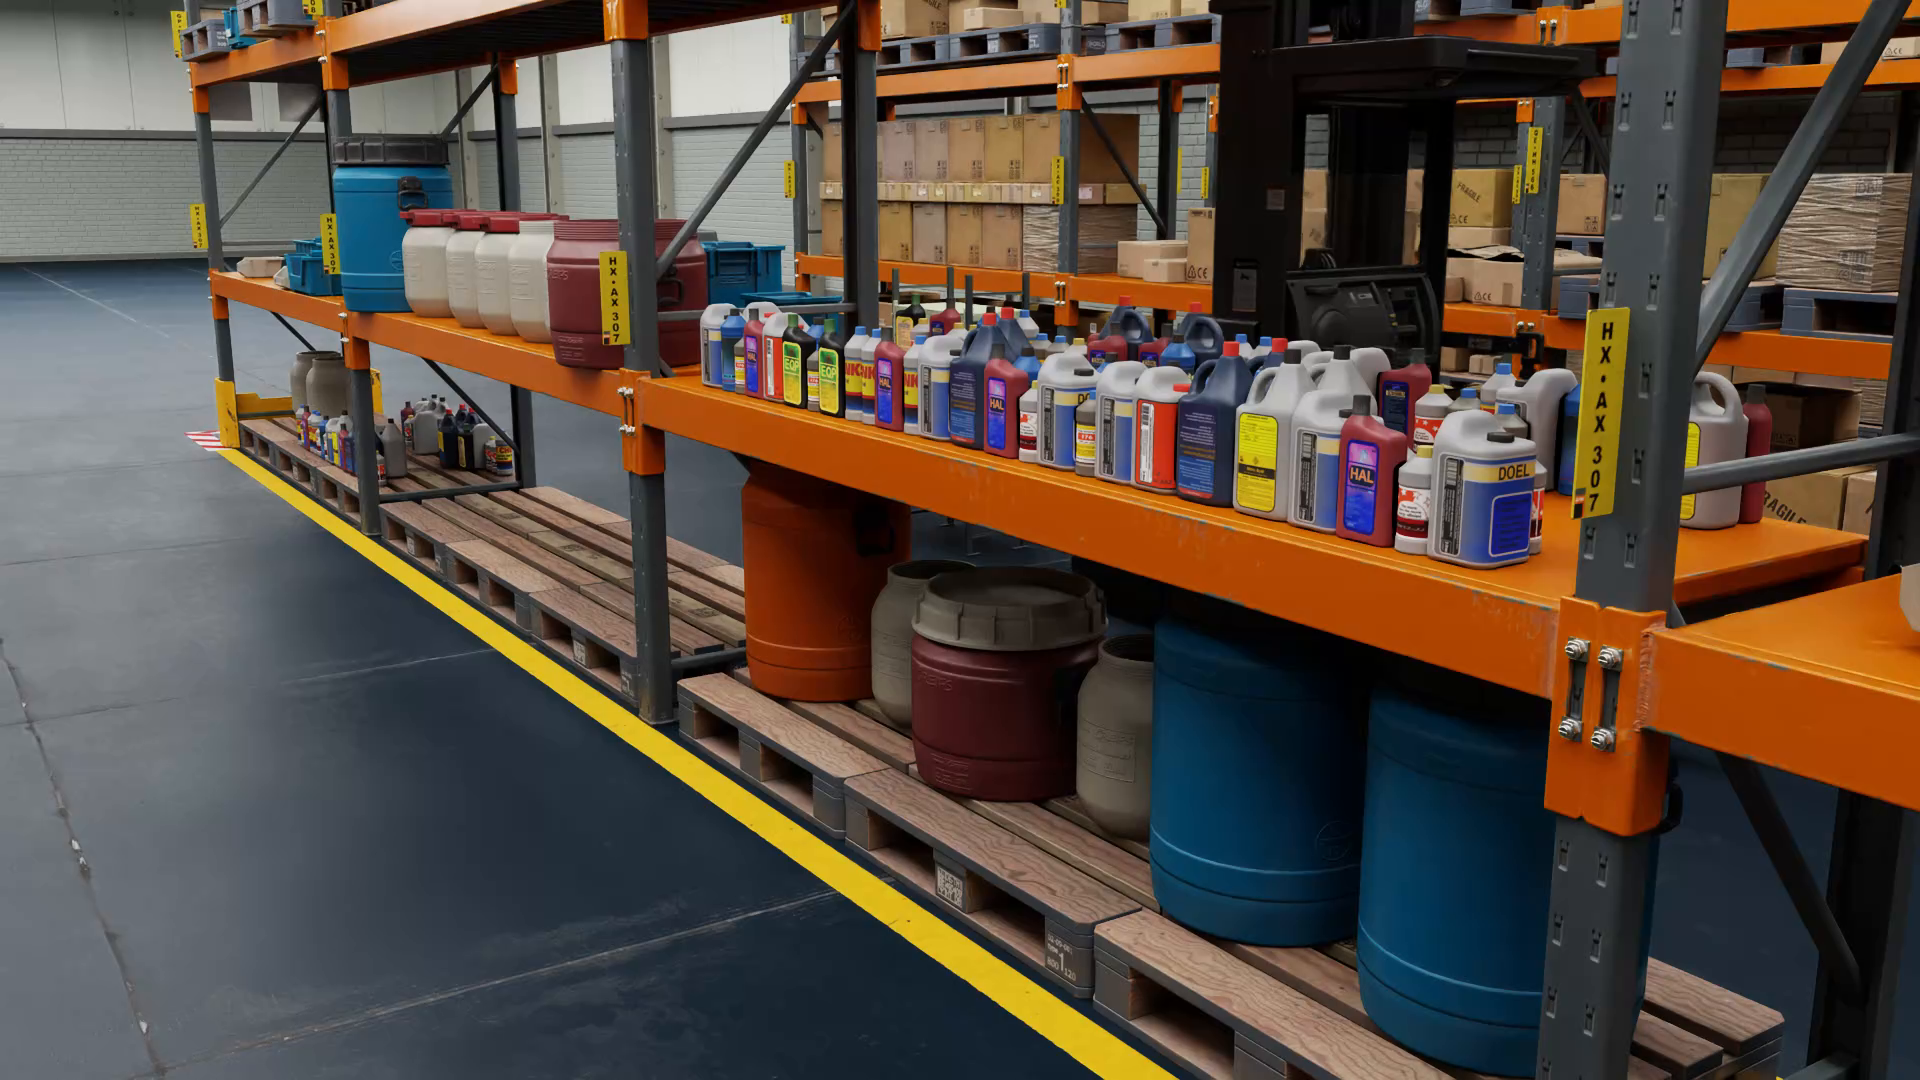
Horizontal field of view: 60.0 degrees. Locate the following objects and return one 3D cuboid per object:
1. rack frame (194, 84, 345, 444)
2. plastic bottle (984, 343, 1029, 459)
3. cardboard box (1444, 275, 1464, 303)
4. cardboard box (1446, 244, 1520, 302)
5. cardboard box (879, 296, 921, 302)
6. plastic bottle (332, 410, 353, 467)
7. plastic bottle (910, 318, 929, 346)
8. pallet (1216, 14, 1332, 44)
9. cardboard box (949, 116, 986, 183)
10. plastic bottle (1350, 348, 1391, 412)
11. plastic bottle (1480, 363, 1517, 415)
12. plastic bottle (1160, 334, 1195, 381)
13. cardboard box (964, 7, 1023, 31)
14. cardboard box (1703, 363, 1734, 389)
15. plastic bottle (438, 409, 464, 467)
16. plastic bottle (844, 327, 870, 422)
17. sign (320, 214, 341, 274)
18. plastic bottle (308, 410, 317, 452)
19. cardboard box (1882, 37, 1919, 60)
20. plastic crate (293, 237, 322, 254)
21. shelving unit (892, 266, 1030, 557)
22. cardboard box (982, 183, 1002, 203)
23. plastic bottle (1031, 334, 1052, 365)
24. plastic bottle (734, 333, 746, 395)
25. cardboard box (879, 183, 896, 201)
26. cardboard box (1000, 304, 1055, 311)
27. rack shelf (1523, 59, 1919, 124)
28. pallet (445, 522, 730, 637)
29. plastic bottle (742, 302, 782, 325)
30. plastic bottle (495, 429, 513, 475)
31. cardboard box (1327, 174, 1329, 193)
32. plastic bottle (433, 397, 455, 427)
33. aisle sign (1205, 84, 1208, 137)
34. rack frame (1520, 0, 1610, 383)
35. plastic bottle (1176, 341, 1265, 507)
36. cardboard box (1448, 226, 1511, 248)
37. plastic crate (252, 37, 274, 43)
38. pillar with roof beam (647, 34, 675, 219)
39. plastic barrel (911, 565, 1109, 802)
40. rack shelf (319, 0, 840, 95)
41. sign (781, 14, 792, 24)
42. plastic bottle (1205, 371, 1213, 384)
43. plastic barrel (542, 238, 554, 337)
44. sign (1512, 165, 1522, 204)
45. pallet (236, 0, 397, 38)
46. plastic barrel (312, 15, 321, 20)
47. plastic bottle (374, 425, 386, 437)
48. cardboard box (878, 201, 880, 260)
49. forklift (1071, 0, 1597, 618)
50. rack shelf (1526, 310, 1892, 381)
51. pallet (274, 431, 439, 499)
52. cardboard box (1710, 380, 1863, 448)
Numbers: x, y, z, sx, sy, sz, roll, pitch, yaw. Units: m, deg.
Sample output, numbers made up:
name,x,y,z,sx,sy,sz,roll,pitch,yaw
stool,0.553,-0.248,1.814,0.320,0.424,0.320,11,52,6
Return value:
name,x,y,z,sx,sy,sz,roll,pitch,yaw
rack frame,-5.192,-2.260,12.675,1.000,3.000,0.127,-8,15,-33
plastic bottle,0.118,-0.356,4.243,0.061,0.283,0.133,-8,15,-33
cardboard box,2.638,-1.427,9.456,0.380,0.149,0.250,-8,15,-33
cardboard box,3.032,-1.561,9.689,0.500,0.311,0.500,-8,15,-33
cardboard box,-0.676,-1.864,14.560,0.500,0.500,0.500,-8,15,-33
plastic bottle,-3.858,-0.641,10.445,0.144,0.351,0.185,-8,15,-33
plastic bottle,-0.132,-0.696,5.989,0.097,0.201,0.097,0,12,0
pallet,2.293,-3.105,9.958,1.003,0.211,1.213,-7,14,-30
cardboard box,0.341,-3.074,13.126,0.700,0.500,0.500,-8,15,-33
plastic bottle,1.004,-0.357,4.265,0.152,0.276,0.135,-8,15,-33
plastic bottle,1.273,-0.279,3.919,0.097,0.271,0.097,0,12,0
plastic bottle,0.606,-0.438,4.643,0.097,0.271,0.097,0,12,0
cardboard box,0.254,-3.933,12.580,0.380,0.149,0.250,-8,15,-33
cardboard box,6.270,-1.405,13.585,0.700,0.500,0.500,-8,15,-32
plastic bottle,-3.198,-0.645,10.461,0.144,0.351,0.185,-8,15,-33
plastic bottle,-0.290,-0.488,4.874,0.097,0.271,0.097,0,12,0
sign,-3.440,-1.621,9.104,0.100,0.325,0.005,-8,15,-33
plastic bottle,-4.257,-0.722,10.998,0.097,0.271,0.097,0,12,0
cardboard box,6.864,-3.538,11.658,0.500,0.311,0.500,-8,15,-33
plastic crate,-4.666,-2.134,12.446,0.499,0.251,0.616,-8,15,-33
shelving unit,-0.004,-0.734,9.207,0.431,1.500,0.755,-8,15,-33
cardboard box,0.392,-2.660,12.752,0.380,0.149,0.250,-8,15,-33
plastic bottle,0.266,-0.568,5.405,0.097,0.201,0.097,0,12,0
plastic bottle,-0.694,-0.584,5.475,0.097,0.201,0.097,0,12,0
cardboard box,-0.455,-2.933,13.999,0.380,0.149,0.250,-9,15,-35
cardboard box,0.599,-1.660,13.629,0.500,0.500,0.500,-8,15,-33
rack shelf,6.380,-3.480,12.914,1.077,0.370,4.000,-8,15,-33
pallet,-1.829,0.166,8.109,1.003,0.211,1.213,-8,15,-33
plastic bottle,-0.663,-0.679,5.738,0.152,0.276,0.135,-8,15,-33
plastic bottle,-2.788,-0.539,10.163,0.097,0.271,0.097,0,12,0
cardboard box,3.912,-3.343,16.176,0.500,0.500,0.500,-8,14,-31
plastic bottle,-3.418,-0.771,11.038,0.144,0.351,0.185,-8,15,-33
aisle sign,2.766,-4.680,17.656,0.394,0.787,0.004,-8,15,-33
rack frame,3.366,-1.423,8.847,1.000,3.000,0.127,-8,15,-33
plastic bottle,0.572,-0.259,3.642,0.144,0.351,0.185,-8,15,-33
cardboard box,4.757,-2.706,15.019,0.500,0.250,0.500,-8,15,-33
plastic crate,-4.202,-3.123,10.216,0.243,0.136,0.396,-8,15,-33
pillar with roof beam,-9.393,-9.033,29.604,9.100,9.000,0.400,-8,15,-33
plastic barrel,0.151,0.421,5.075,0.600,0.588,0.708,-8,15,-33
rack shelf,-1.868,-2.307,7.552,1.077,0.370,4.000,-8,15,-33
sign,-1.532,-4.712,14.635,0.100,0.325,0.005,-8,15,-33
plastic bottle,0.581,-0.268,3.865,0.097,0.271,0.097,0,12,0
plastic barrel,-1.508,-1.050,6.878,0.421,0.512,0.421,0,12,0
sign,4.824,-3.079,14.392,0.100,0.325,0.005,-8,15,-33
pallet,-3.457,-3.039,9.656,1.213,0.211,1.003,-8,15,-33
plastic barrel,-4.455,-3.835,11.431,0.600,0.588,0.600,0,12,0
plastic bottle,-3.570,-0.570,10.291,0.152,0.276,0.135,-8,15,-33
cardboard box,-0.524,-2.717,14.531,0.700,0.500,0.500,-8,14,-31
forklift,1.841,-0.952,6.853,1.130,2.935,3.031,-10,16,-38
rack shelf,4.474,-0.716,7.297,1.077,0.370,4.000,-8,15,-33
pallet,-3.993,-0.528,11.282,1.003,0.211,1.213,-8,15,-33
cardboard box,4.114,-0.635,8.310,0.500,0.250,0.500,-7,14,-31
